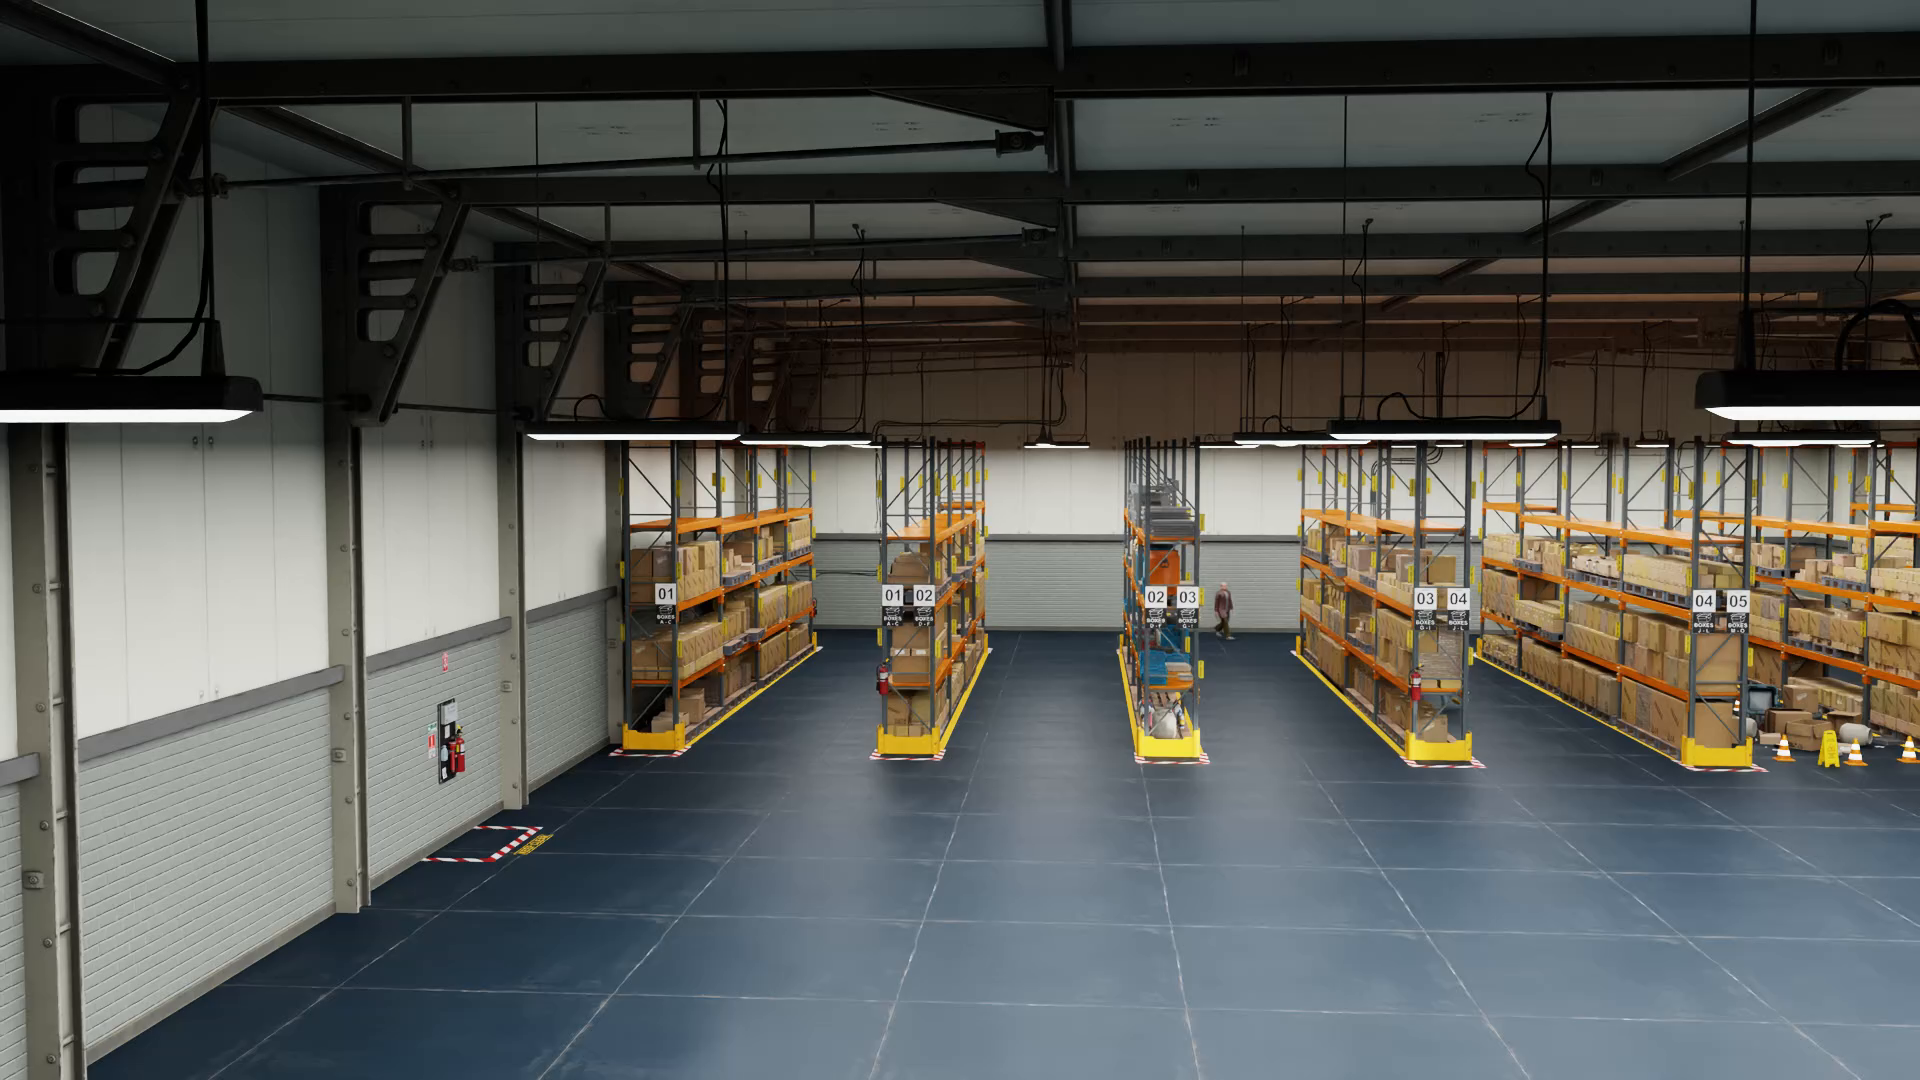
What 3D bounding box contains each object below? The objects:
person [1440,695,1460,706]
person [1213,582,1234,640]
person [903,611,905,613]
[{"bbox_3d":[10.910,2.849,37.293,0.590,1.766,0.477,1,3,10],"label":"person"},{"bbox_3d":[8.001,2.143,50.549,0.617,1.754,1.019,-2,4,-34],"label":"person"},{"bbox_3d":[-1.703,2.123,50.540,0.603,1.720,1.050,0,3,0],"label":"person"}]
